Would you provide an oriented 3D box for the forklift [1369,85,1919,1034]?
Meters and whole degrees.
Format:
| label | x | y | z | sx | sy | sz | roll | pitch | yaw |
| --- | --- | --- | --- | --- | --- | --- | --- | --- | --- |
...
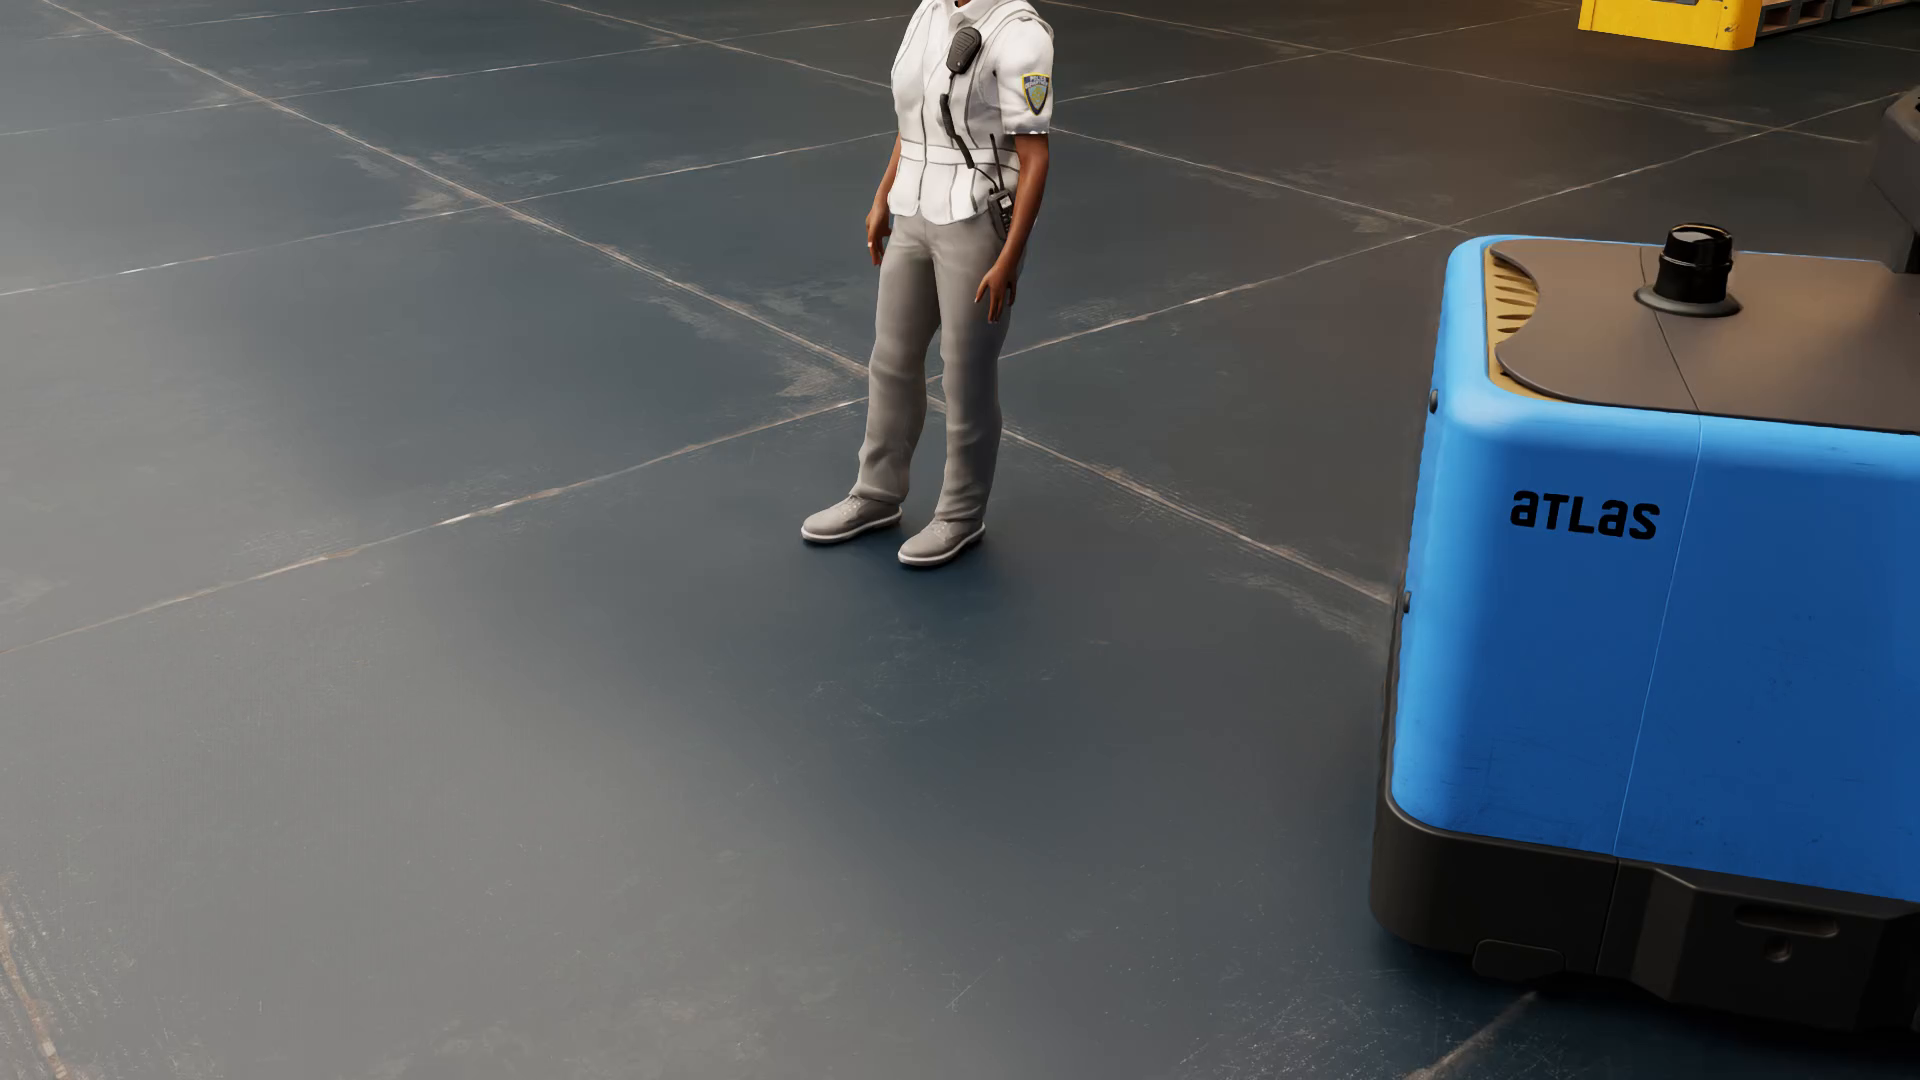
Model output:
| label | x | y | z | sx | sy | sz | roll | pitch | yaw |
| --- | --- | --- | --- | --- | --- | --- | --- | --- | --- |
| forklift | 2.315 | -0.598 | 2.408 | 3.031 | 2.935 | 1.130 | 7 | 27 | 13 |

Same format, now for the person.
| label | x | y | z | sx | sy | sz | roll | pitch | yaw |
| --- | --- | --- | --- | --- | --- | --- | --- | --- | --- |
| person | -0.070 | -0.751 | 4.092 | 0.530 | 1.695 | 0.569 | -20 | 33 | -35 |
